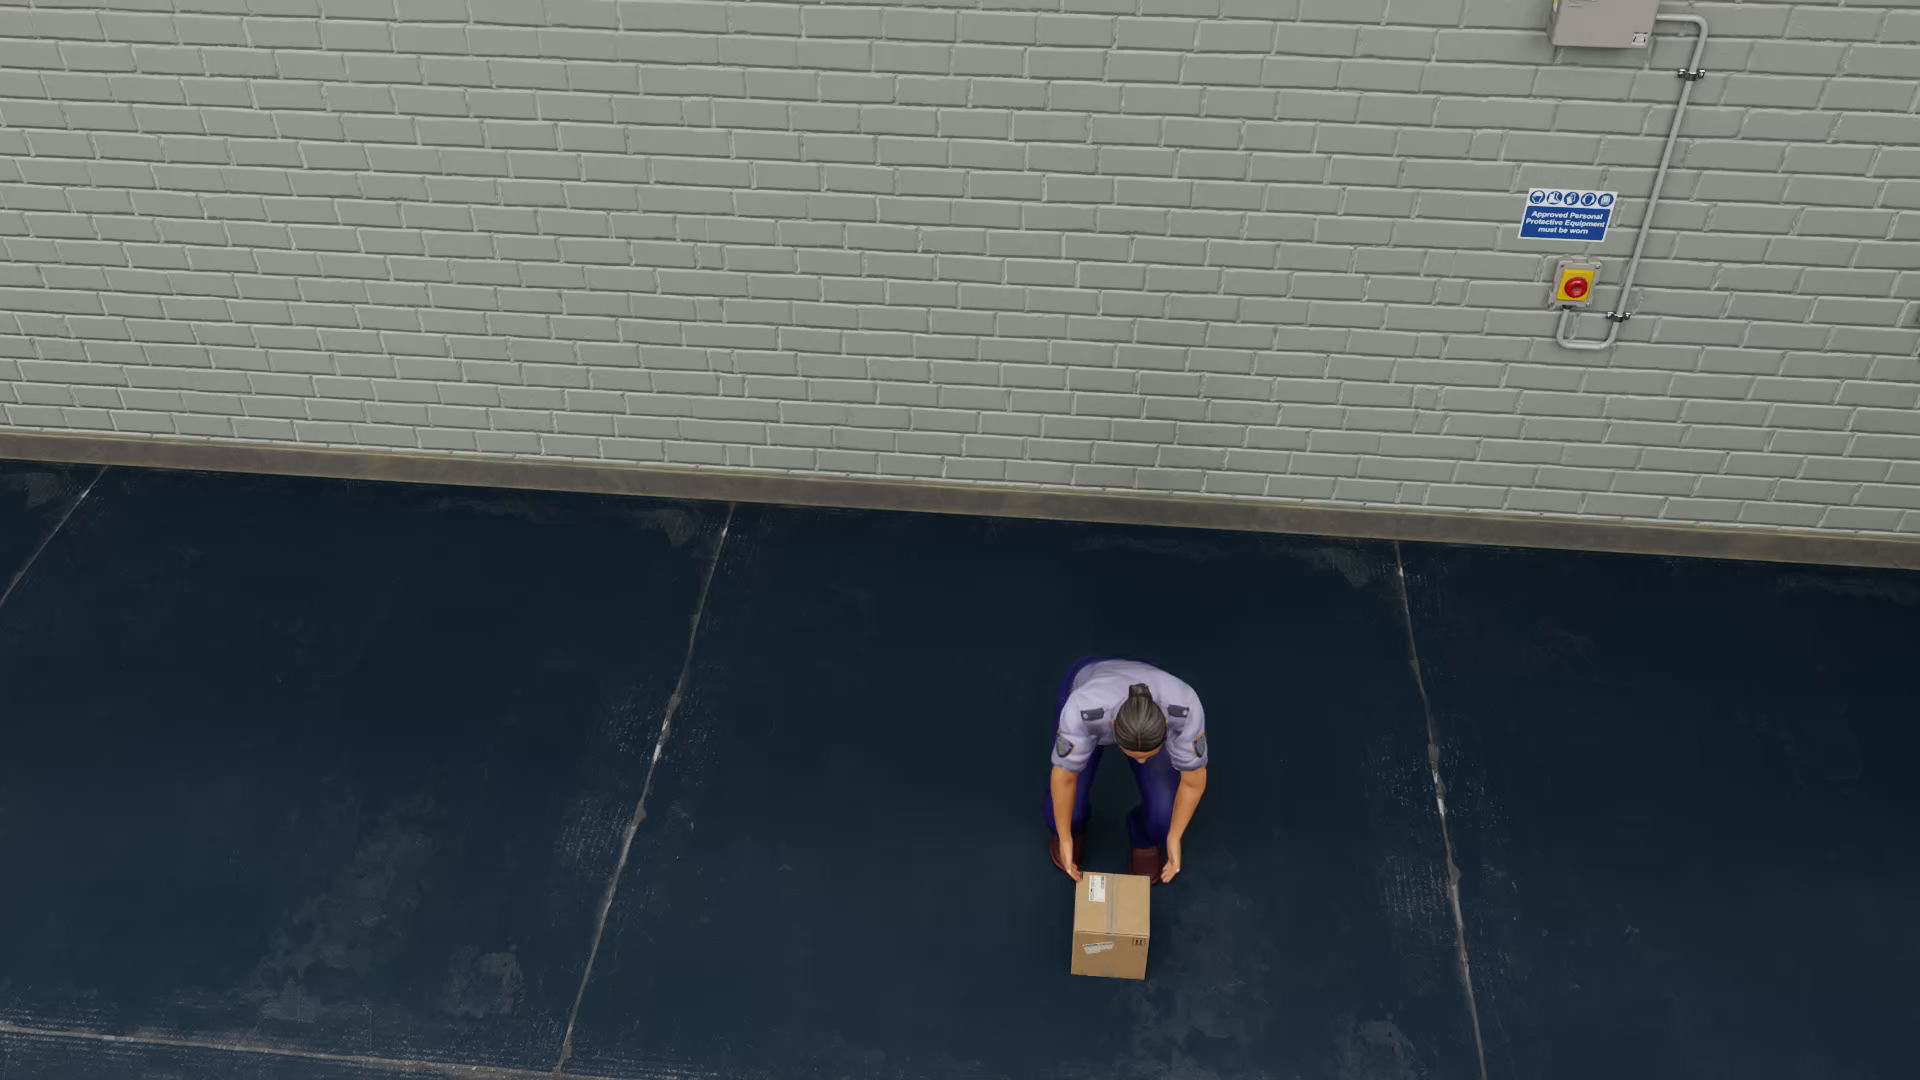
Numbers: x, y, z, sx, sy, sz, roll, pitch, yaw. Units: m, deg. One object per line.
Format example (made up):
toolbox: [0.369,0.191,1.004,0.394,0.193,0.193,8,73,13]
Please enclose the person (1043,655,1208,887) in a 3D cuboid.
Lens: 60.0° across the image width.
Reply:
person: [0.564,0.744,5.709,0.538,1.114,0.770,3,40,4]
